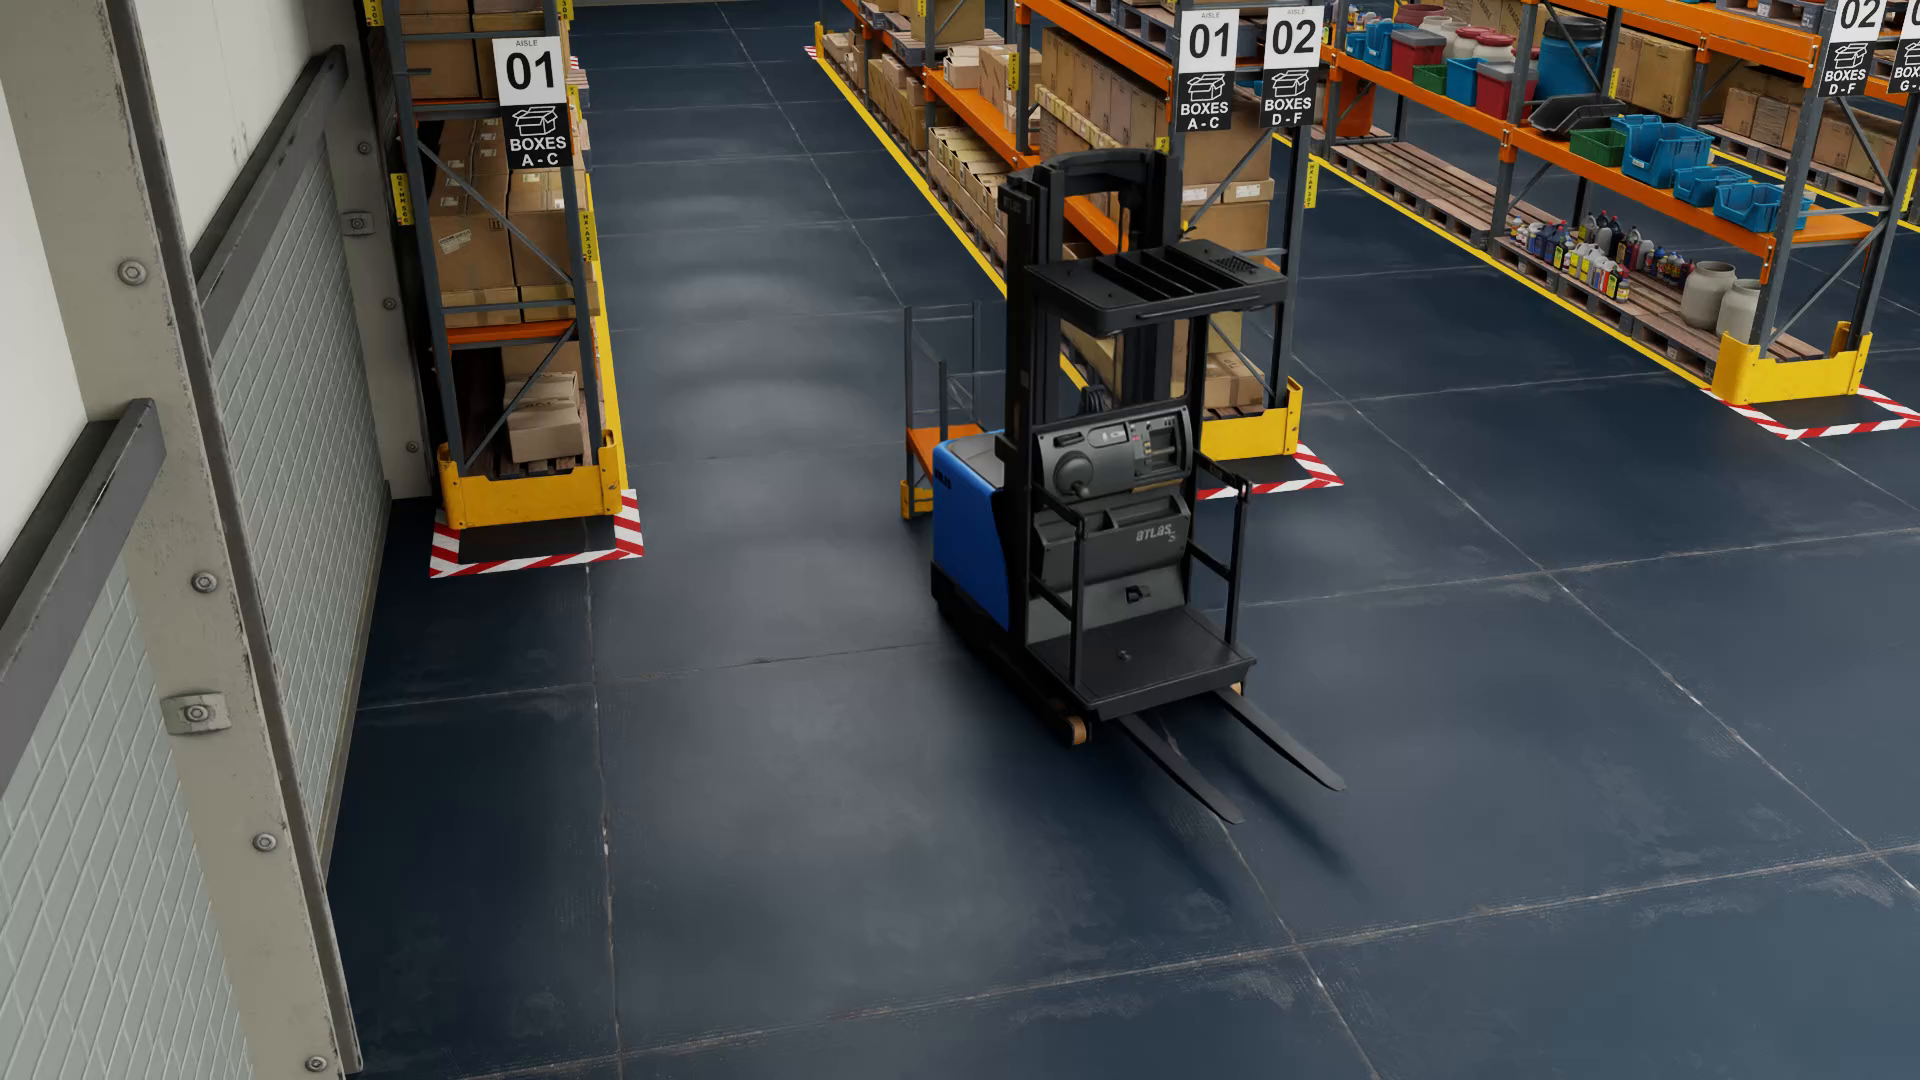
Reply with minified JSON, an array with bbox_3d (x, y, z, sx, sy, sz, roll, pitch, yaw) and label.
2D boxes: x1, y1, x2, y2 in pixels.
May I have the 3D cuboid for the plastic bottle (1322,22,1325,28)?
[{"bbox_3d":[4.376,-6.206,20.193,0.061,0.283,0.133,-6,27,-12],"label":"plastic bottle"}]

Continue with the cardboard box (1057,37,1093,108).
[{"bbox_3d":[1.231,-3.974,14.089,0.700,0.500,0.500,-6,27,-12],"label":"cardboard box"}]

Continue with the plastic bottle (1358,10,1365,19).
[{"bbox_3d":[4.990,-6.439,20.667,0.097,0.271,0.097,0,27,0],"label":"plastic bottle"}]

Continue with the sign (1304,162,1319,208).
[{"bbox_3d":[2.453,-2.485,11.643,0.100,0.325,0.005,-6,27,-12],"label":"sign"}]

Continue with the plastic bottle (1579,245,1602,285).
[{"bbox_3d":[5.795,-2.533,15.238,0.144,0.351,0.185,-5,27,-9],"label":"plastic bottle"}]

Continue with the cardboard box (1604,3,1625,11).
[{"bbox_3d":[9.067,-7.433,22.382,0.500,0.500,0.500,-5,27,-11],"label":"cardboard box"}]

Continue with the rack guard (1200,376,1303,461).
[{"bbox_3d":[1.917,-0.883,12.291,1.175,0.500,0.348,-6,27,-12],"label":"rack guard"}]

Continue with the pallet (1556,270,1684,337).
[{"bbox_3d":[6.226,-2.186,15.194,1.003,0.211,1.213,-6,27,-12],"label":"pallet"}]

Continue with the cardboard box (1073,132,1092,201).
[{"bbox_3d":[1.350,-3.165,13.926,0.700,0.500,0.500,-6,27,-11],"label":"cardboard box"}]

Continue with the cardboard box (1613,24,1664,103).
[{"bbox_3d":[9.432,-6.462,22.462,1.225,0.875,0.875,-6,27,-11],"label":"cardboard box"}]

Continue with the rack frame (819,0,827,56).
[{"bbox_3d":[-1.695,-9.034,25.665,1.000,3.000,0.127,-6,27,-12],"label":"rack frame"}]

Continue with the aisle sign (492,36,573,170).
[{"bbox_3d":[-2.606,-2.664,10.161,0.394,0.787,0.004,-6,27,-12],"label":"aisle sign"}]

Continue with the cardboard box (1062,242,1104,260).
[{"bbox_3d":[1.149,-2.167,13.813,0.500,0.500,0.500,-6,27,-12],"label":"cardboard box"}]

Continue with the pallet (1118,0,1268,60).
[{"bbox_3d":[1.777,-3.622,11.713,1.003,0.211,1.213,-6,27,-12],"label":"pallet"}]

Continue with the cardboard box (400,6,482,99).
[{"bbox_3d":[-3.255,-3.055,10.358,0.500,0.500,0.500,-4,27,-8],"label":"cardboard box"}]

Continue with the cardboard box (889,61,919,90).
[{"bbox_3d":[-0.583,-5.797,20.706,0.500,0.250,0.500,-6,27,-13],"label":"cardboard box"}]

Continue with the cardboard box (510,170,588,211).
[{"bbox_3d":[-2.831,-2.240,11.517,0.500,0.500,0.500,-6,27,-11],"label":"cardboard box"}]

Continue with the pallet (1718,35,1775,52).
[{"bbox_3d":[10.025,-6.138,20.142,1.213,0.211,1.003,-6,27,-12],"label":"pallet"}]

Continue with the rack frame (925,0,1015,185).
[{"bbox_3d":[0.108,-5.522,18.707,1.000,3.000,0.127,-6,27,-12],"label":"rack frame"}]

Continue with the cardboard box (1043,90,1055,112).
[{"bbox_3d":[0.938,-3.852,14.568,0.380,0.149,0.250,-6,27,-11],"label":"cardboard box"}]

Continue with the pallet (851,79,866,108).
[{"bbox_3d":[-0.947,-6.334,23.412,1.003,0.211,1.213,-6,27,-12],"label":"pallet"}]

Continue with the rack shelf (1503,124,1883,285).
[{"bbox_3d":[6.287,-3.068,14.644,1.077,0.370,4.000,-6,27,-12],"label":"rack shelf"}]

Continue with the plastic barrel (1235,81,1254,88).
[{"bbox_3d":[4.140,-6.789,23.081,0.600,0.901,0.708,-6,27,-12],"label":"plastic barrel"}]

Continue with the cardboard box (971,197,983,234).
[{"bbox_3d":[0.406,-3.325,16.941,0.500,0.250,0.500,-5,27,-10],"label":"cardboard box"}]

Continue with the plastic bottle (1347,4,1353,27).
[{"bbox_3d":[4.945,-6.648,21.081,0.097,0.271,0.097,0,27,0],"label":"plastic bottle"}]

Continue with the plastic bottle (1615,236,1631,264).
[{"bbox_3d":[6.285,-2.750,15.741,0.061,0.283,0.133,-6,27,-12],"label":"plastic bottle"}]

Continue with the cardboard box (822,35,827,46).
[{"bbox_3d":[-1.935,-7.739,25.775,0.380,0.149,0.250,-6,27,-12],"label":"cardboard box"}]

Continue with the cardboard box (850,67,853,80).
[{"bbox_3d":[-1.341,-6.581,23.482,0.380,0.149,0.250,-6,27,-12],"label":"cardboard box"}]

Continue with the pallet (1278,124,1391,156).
[{"bbox_3d":[4.717,-5.120,21.006,1.003,0.211,1.213,-6,27,-12],"label":"pallet"}]

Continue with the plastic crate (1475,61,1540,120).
[{"bbox_3d":[5.429,-4.477,16.567,0.402,0.464,0.583,-6,27,-12],"label":"plastic crate"}]

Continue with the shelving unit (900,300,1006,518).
[{"bbox_3d":[0.002,-0.647,10.714,0.587,1.500,1.083,-6,27,-12],"label":"shelving unit"}]

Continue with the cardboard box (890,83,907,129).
[{"bbox_3d":[-0.572,-5.446,20.843,0.500,0.500,0.500,-7,28,-14],"label":"cardboard box"}]

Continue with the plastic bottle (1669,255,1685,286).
[{"bbox_3d":[6.556,-2.467,15.196,0.097,0.271,0.097,0,27,0],"label":"plastic bottle"}]

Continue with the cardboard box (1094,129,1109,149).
[{"bbox_3d":[1.288,-3.173,13.223,0.380,0.149,0.250,-6,27,-12],"label":"cardboard box"}]

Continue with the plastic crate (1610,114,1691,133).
[{"bbox_3d":[6.351,-3.742,15.347,0.499,0.251,0.616,-6,27,-12],"label":"plastic crate"}]

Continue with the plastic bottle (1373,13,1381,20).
[{"bbox_3d":[5.123,-6.343,20.463,0.061,0.283,0.133,-6,27,-12],"label":"plastic bottle"}]

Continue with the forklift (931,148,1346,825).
[{"bbox_3d":[0.929,-0.432,8.700,1.130,2.935,3.031,-13,29,-23],"label":"forklift"}]

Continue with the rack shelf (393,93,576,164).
[{"bbox_3d":[-3.365,-3.401,11.975,1.077,0.370,4.000,-6,27,-12],"label":"rack shelf"}]

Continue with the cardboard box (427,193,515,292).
[{"bbox_3d":[-3.227,-1.967,10.977,0.500,0.500,0.500,-6,27,-12],"label":"cardboard box"}]

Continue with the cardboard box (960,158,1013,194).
[{"bbox_3d":[0.296,-3.793,17.245,0.500,0.311,0.500,-6,27,-12],"label":"cardboard box"}]

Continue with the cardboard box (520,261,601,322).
[{"bbox_3d":[-2.715,-1.693,11.267,0.500,0.250,0.500,-7,28,-13],"label":"cardboard box"}]

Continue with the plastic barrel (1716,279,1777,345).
[{"bbox_3d":[6.515,-1.869,13.765,0.421,0.512,0.421,0,27,0],"label":"plastic barrel"}]

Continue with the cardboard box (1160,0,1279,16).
[{"bbox_3d":[1.786,-3.897,11.424,0.797,0.503,0.637,-4,27,-8],"label":"cardboard box"}]

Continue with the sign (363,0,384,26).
[{"bbox_3d":[-3.459,-3.192,9.780,0.100,0.325,0.005,-6,27,-12],"label":"sign"}]

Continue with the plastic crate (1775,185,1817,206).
[{"bbox_3d":[6.850,-2.819,13.645,0.298,0.136,0.250,-6,27,-12],"label":"plastic crate"}]

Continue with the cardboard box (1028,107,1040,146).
[{"bbox_3d":[0.856,-3.910,15.681,0.500,0.250,0.500,-4,27,-8],"label":"cardboard box"}]

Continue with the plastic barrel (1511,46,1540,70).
[{"bbox_3d":[5.835,-4.770,17.067,0.433,0.535,0.433,0,27,0],"label":"plastic barrel"}]

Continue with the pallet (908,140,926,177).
[{"bbox_3d":[-0.023,-4.608,19.992,1.003,0.211,1.213,-6,27,-12],"label":"pallet"}]

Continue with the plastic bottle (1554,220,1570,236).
[{"bbox_3d":[5.755,-2.899,15.963,0.144,0.351,0.185,-6,27,-12],"label":"plastic bottle"}]

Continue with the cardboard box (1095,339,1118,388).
[{"bbox_3d":[1.378,-1.393,13.113,0.500,0.250,0.500,-6,27,-12],"label":"cardboard box"}]

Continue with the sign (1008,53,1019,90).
[{"bbox_3d":[0.483,-4.188,14.867,0.100,0.325,0.005,-6,27,-12],"label":"sign"}]

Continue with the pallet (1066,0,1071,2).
[{"bbox_3d":[1.227,-4.693,13.835,1.003,0.211,1.213,-6,27,-12],"label":"pallet"}]

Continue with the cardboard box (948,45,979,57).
[{"bbox_3d":[0.148,-5.318,18.402,0.500,0.311,0.500,-4,27,-8],"label":"cardboard box"}]

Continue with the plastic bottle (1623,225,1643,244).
[{"bbox_3d":[6.379,-2.801,15.769,0.144,0.351,0.185,-6,27,-12],"label":"plastic bottle"}]

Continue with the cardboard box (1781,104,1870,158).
[{"bbox_3d":[10.203,-4.824,19.611,0.700,0.500,0.500,-4,27,-7],"label":"cardboard box"}]

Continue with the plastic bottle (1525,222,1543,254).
[{"bbox_3d":[5.581,-2.924,16.095,0.152,0.276,0.135,-5,27,-10],"label":"plastic bottle"}]
